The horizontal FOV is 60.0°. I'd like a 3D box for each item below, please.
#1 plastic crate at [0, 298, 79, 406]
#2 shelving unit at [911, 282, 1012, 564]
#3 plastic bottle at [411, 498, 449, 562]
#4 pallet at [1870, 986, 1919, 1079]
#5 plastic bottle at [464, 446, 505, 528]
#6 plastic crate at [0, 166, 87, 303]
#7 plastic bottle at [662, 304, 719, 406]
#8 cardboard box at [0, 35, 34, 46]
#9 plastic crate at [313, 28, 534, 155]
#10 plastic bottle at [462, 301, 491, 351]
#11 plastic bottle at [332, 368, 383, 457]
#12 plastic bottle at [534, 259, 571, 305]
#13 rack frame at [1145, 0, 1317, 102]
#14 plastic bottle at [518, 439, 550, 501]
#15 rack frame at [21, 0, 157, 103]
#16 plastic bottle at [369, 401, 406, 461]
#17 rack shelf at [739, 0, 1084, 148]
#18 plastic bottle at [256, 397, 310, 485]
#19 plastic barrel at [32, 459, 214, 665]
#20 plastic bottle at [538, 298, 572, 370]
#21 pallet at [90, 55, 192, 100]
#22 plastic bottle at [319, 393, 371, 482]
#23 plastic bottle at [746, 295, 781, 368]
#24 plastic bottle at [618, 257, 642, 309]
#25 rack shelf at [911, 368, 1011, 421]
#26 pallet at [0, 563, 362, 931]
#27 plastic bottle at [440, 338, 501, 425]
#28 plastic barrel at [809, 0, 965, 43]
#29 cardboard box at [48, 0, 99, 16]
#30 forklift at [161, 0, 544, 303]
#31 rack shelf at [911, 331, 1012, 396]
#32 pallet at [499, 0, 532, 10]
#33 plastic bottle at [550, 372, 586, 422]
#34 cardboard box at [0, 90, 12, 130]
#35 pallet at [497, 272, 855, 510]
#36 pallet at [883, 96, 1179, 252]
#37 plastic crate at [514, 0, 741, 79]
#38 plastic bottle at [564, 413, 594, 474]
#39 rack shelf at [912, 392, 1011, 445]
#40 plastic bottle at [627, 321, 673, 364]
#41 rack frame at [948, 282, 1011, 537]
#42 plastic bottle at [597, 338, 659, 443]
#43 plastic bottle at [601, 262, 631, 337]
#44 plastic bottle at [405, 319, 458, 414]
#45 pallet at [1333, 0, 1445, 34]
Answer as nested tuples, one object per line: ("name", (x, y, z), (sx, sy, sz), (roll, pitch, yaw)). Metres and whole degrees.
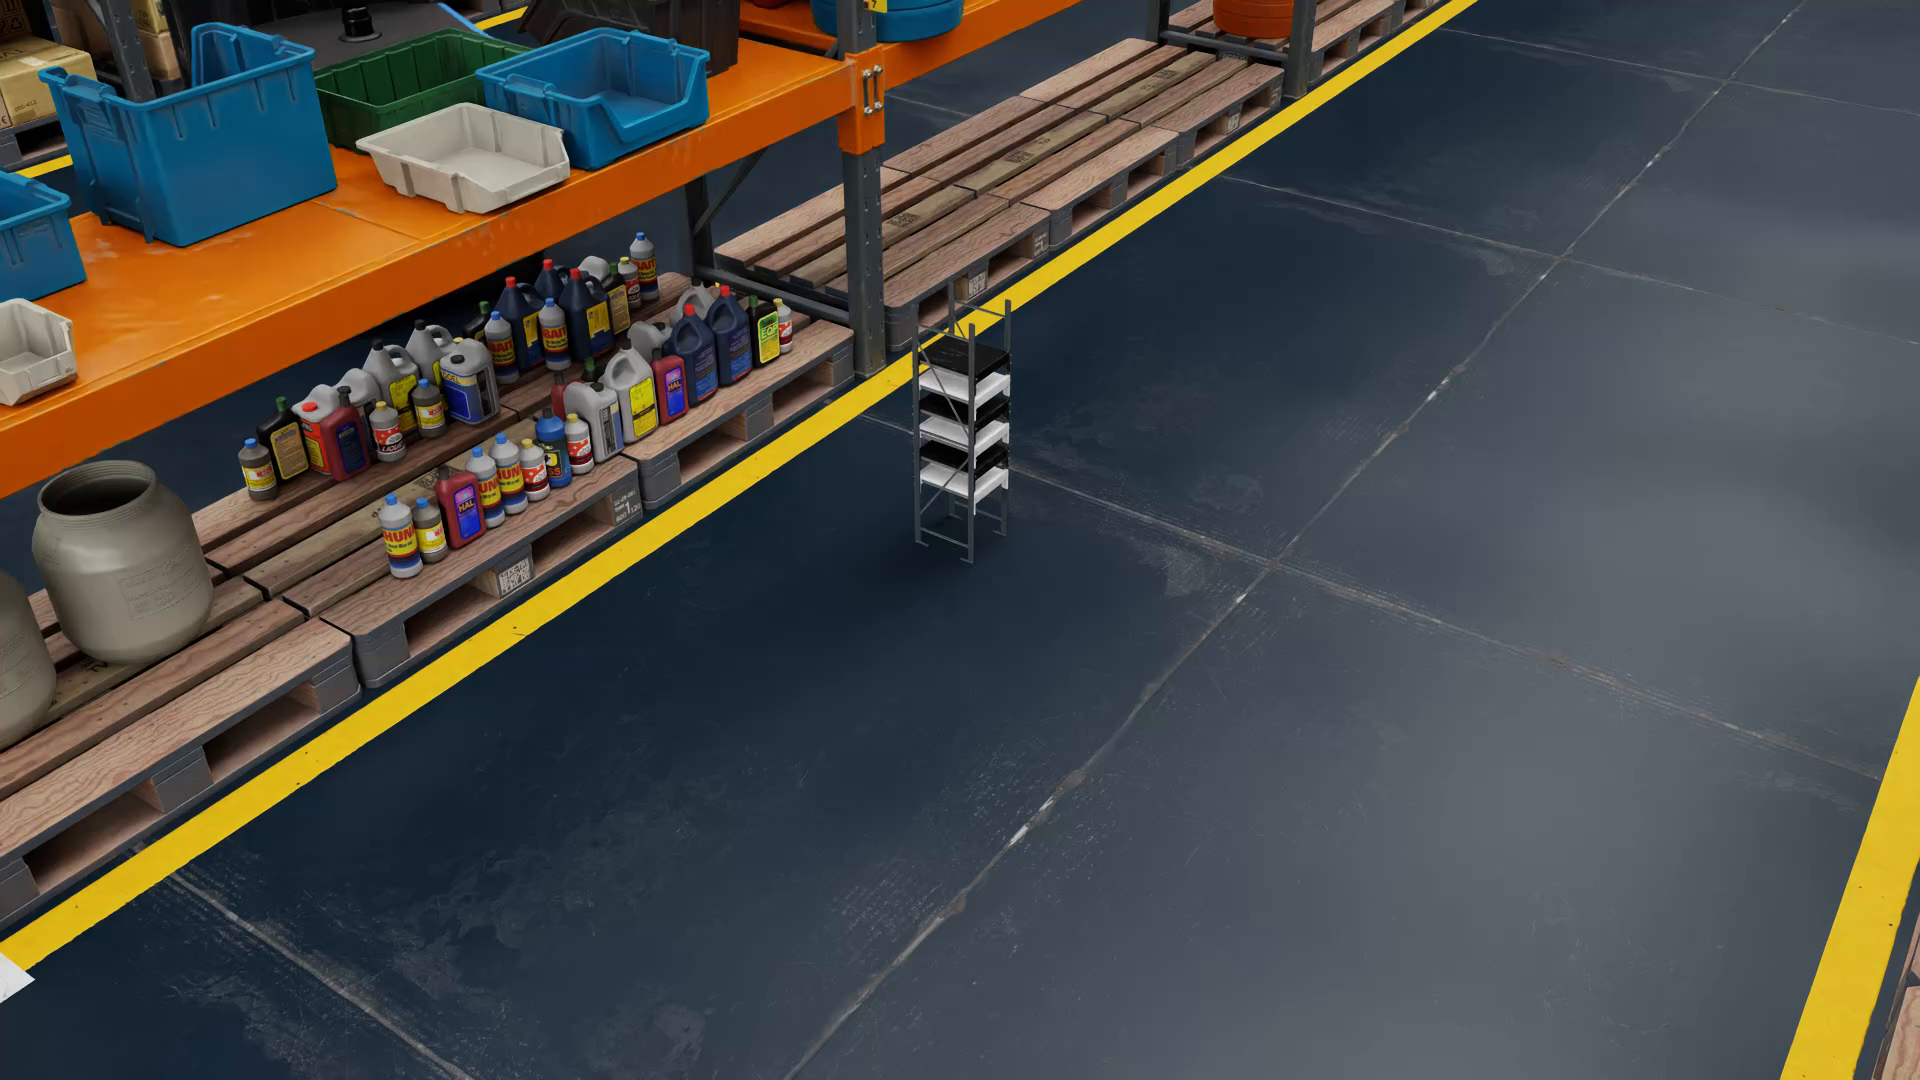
("plastic crate", (-2.252, -0.434, 3.950), (0.298, 0.136, 0.250), (21, 39, 28))
("shelving unit", (0.005, -0.376, 5.503), (0.258, 0.900, 0.210), (21, 39, 28))
("plastic bottle", (-1.677, -0.040, 5.236), (0.097, 0.201, 0.097), (0, 34, 0))
("pallet", (2.275, 1.546, 3.275), (1.003, 0.211, 1.213), (21, 39, 28))
("plastic bottle", (-1.541, -0.179, 5.380), (0.097, 0.271, 0.097), (0, 34, 0))
("plastic crate", (-2.612, -0.796, 4.381), (0.499, 0.251, 0.408), (21, 39, 28))
("plastic bottle", (-0.985, -0.683, 6.055), (0.144, 0.351, 0.185), (19, 39, 26))
("cardboard box", (-5.326, -2.577, 8.963), (0.500, 0.250, 0.500), (21, 39, 28))
("plastic crate", (-1.751, -1.453, 5.410), (0.450, 0.188, 0.662), (21, 39, 28))
("plastic bottle", (-1.783, -0.744, 6.204), (0.061, 0.283, 0.133), (23, 40, 30))
("plastic bottle", (-2.094, -0.445, 5.768), (0.152, 0.276, 0.135), (20, 39, 27))
("plastic bottle", (-1.547, -0.921, 6.406), (0.144, 0.351, 0.185), (22, 40, 29))
("rack frame", (1.535, -3.916, 8.863), (1.000, 3.000, 0.127), (21, 39, 28))
("plastic bottle", (-1.427, -0.241, 5.535), (0.097, 0.201, 0.097), (0, 34, 0))
("rack frame", (-4.813, -3.659, 8.483), (1.000, 3.000, 0.127), (21, 39, 28))
("plastic bottle", (-1.981, -0.382, 5.743), (0.097, 0.201, 0.097), (0, 34, 0))
("rack shelf", (0.395, -2.697, 7.703), (1.077, 0.370, 4.000), (21, 39, 28))
("plastic bottle", (-2.288, -0.336, 5.601), (0.061, 0.283, 0.133), (22, 40, 29))
("plastic barrel", (-2.428, 0.064, 4.823), (0.421, 0.512, 0.421), (0, 34, 0))
("plastic bottle", (-1.530, -0.783, 6.273), (0.097, 0.271, 0.097), (0, 34, 0))
("pallet", (-4.425, -2.855, 9.784), (1.003, 0.211, 1.213), (21, 39, 28))
("plastic bottle", (-2.085, -0.350, 5.622), (0.061, 0.283, 0.133), (21, 39, 28))
("plastic bottle", (-0.749, -0.805, 6.295), (0.061, 0.283, 0.133), (23, 41, 30))
("plastic bottle", (-1.345, -1.045, 6.722), (0.097, 0.201, 0.097), (0, 34, 0))
("rack shelf", (0.005, -0.498, 5.421), (0.258, 0.077, 0.200), (21, 39, 28))
("pallet", (-2.554, 0.499, 4.824), (1.003, 0.211, 1.213), (21, 39, 28))
("plastic bottle", (-1.761, -0.572, 5.957), (0.152, 0.276, 0.135), (21, 39, 28))
("plastic barrel", (-0.276, -2.364, 6.120), (0.600, 0.901, 0.708), (21, 39, 28))
("cardboard box", (-4.817, -3.204, 9.389), (0.500, 0.311, 0.500), (21, 39, 28))
("forklift", (-3.080, -2.888, 7.405), (1.130, 2.935, 3.031), (-20, 39, -27))
("rack shelf", (0.005, -0.573, 5.371), (0.258, 0.077, 0.200), (21, 39, 28))
("pallet", (-3.033, -3.978, 11.444), (1.003, 0.211, 1.213), (21, 39, 28))
("plastic bottle", (-1.353, -0.467, 5.795), (0.061, 0.283, 0.133), (21, 39, 28))
("cardboard box", (-5.191, -2.184, 8.381), (0.500, 0.250, 0.500), (21, 39, 28))
("pallet", (-1.163, -0.624, 6.485), (1.003, 0.211, 1.213), (21, 39, 28))
("pallet", (0.365, -1.858, 8.308), (1.003, 0.211, 1.213), (21, 39, 28))
("plastic crate", (-1.148, -1.849, 5.862), (0.767, 0.338, 0.504), (21, 39, 28))
("plastic bottle", (-1.310, -0.336, 5.675), (0.097, 0.201, 0.097), (0, 34, 0))
("rack shelf", (0.005, -0.423, 5.472), (0.258, 0.077, 0.200), (21, 39, 28))
("plastic bottle", (-1.121, -0.688, 6.128), (0.152, 0.276, 0.135), (21, 39, 28))
("rack frame", (0.063, -0.423, 5.573), (0.240, 0.900, 0.006), (21, 39, 28))
("plastic bottle", (-1.169, -0.535, 5.835), (0.144, 0.351, 0.185), (21, 39, 28))
("plastic bottle", (-1.361, -0.934, 6.486), (0.061, 0.283, 0.133), (21, 39, 28))
("plastic bottle", (-1.897, -0.639, 5.988), (0.144, 0.351, 0.185), (21, 39, 28))
("pallet", (2.647, -3.696, 11.027), (1.003, 0.211, 1.213), (21, 39, 28))
